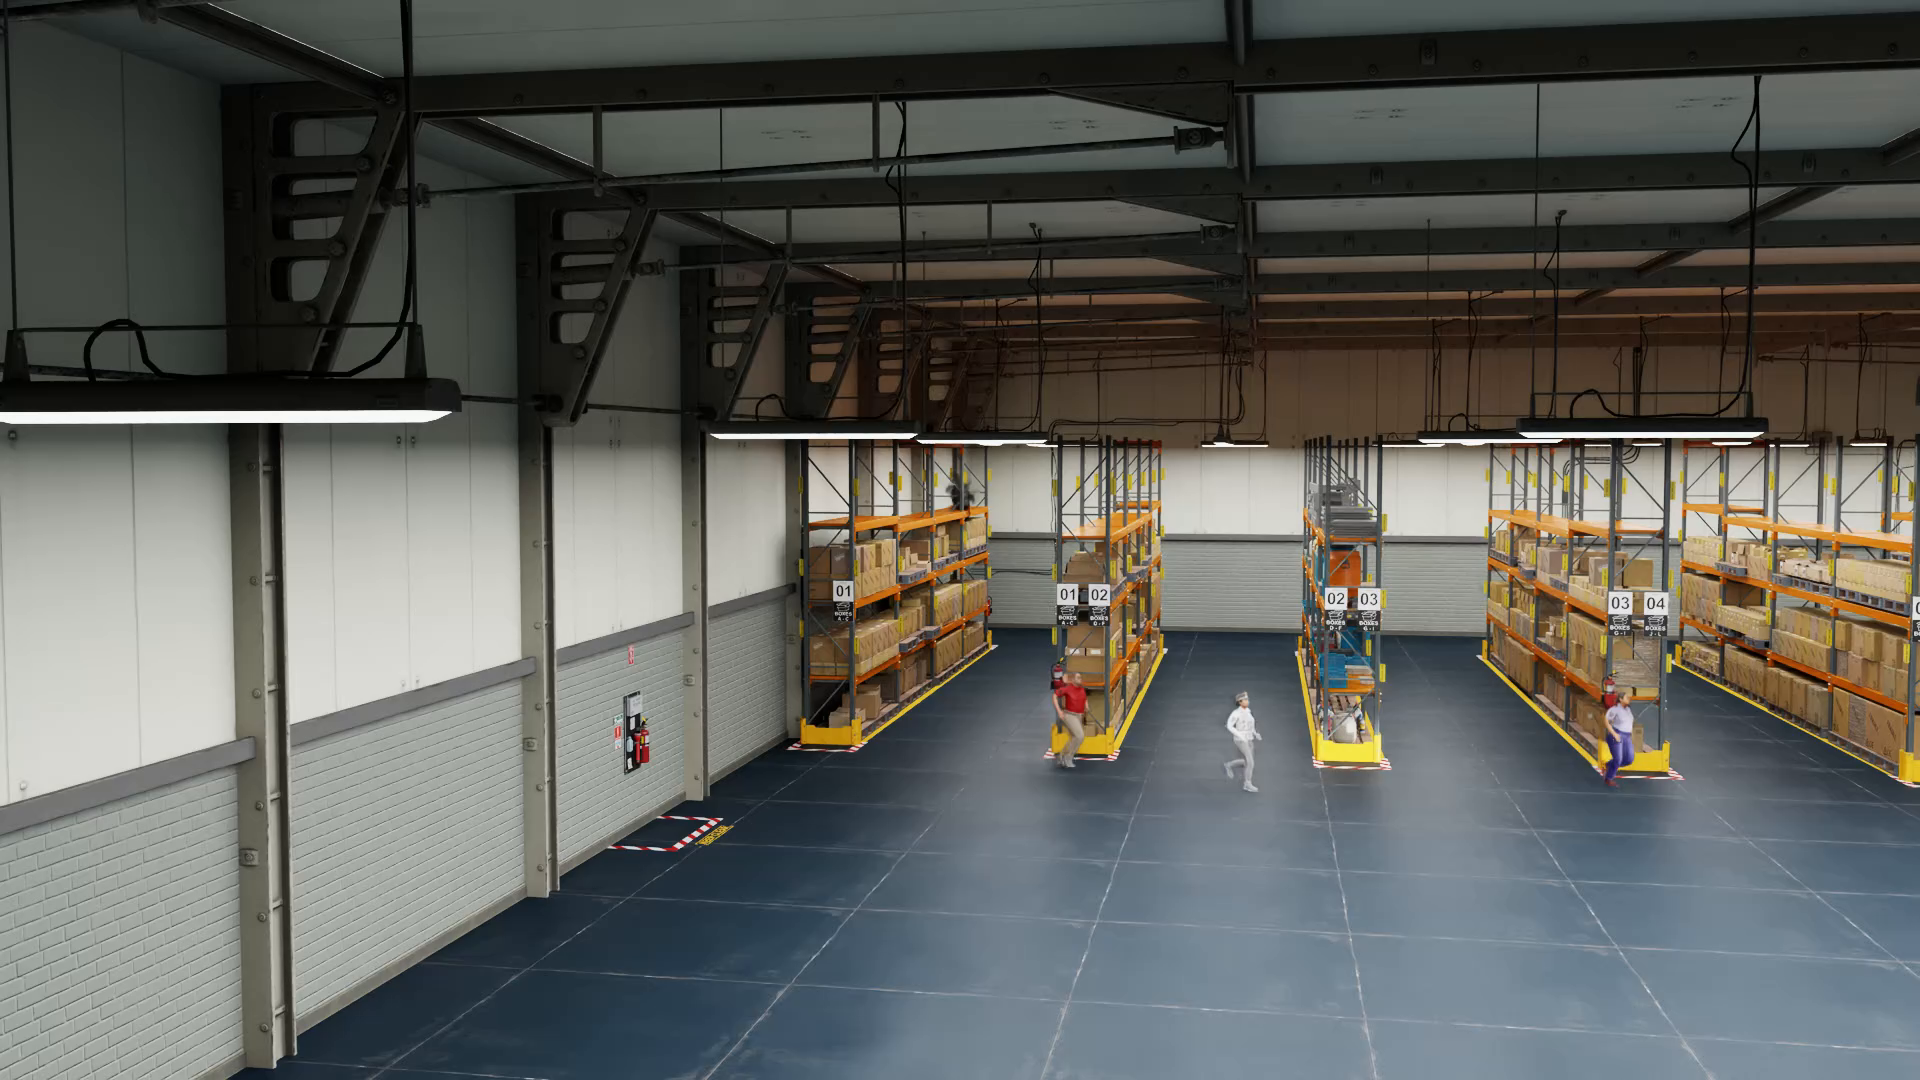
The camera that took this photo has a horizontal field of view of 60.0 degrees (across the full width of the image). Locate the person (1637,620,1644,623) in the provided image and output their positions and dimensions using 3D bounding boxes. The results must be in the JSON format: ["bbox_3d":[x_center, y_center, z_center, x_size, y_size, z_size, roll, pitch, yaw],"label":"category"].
[{"bbox_3d":[17.805,2.503,43.631,0.673,1.758,0.838,1,3,11],"label":"person"}]

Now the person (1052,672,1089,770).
[{"bbox_3d":[2.074,3.261,30.042,0.617,1.729,0.667,2,4,36],"label":"person"}]

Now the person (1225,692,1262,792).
[{"bbox_3d":[4.741,3.389,28.058,0.655,1.668,0.618,3,4,39],"label":"person"}]

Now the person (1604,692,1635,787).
[{"bbox_3d":[11.320,3.411,28.480,0.654,1.588,0.482,-2,3,-28],"label":"person"}]
